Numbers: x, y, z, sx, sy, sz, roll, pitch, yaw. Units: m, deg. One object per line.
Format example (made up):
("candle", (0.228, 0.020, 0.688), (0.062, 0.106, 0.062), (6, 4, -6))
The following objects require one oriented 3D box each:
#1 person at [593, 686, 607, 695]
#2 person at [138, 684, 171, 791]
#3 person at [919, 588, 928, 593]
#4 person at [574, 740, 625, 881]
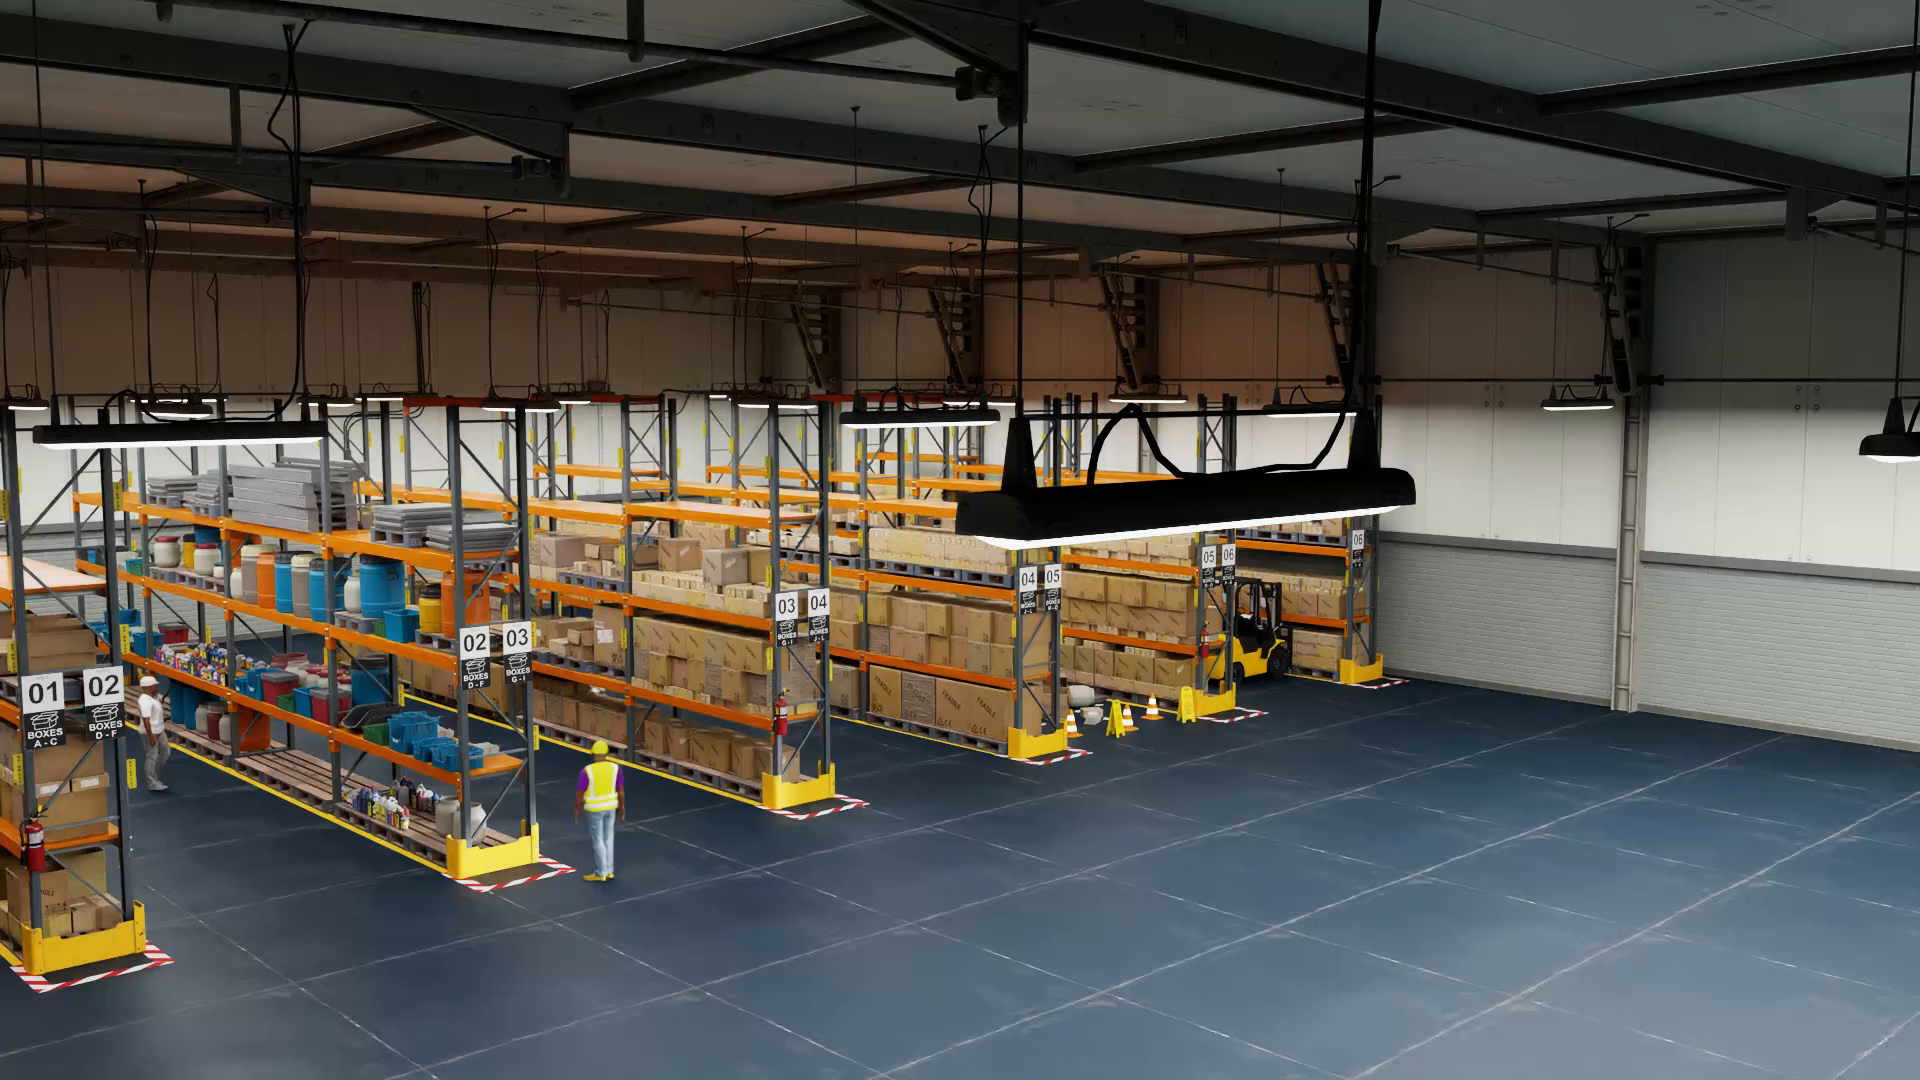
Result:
("person", (-6.953, 2.414, 32.303), (0.384, 1.491, 0.564), (0, 6, -1))
("person", (-12.473, 2.996, 25.702), (0.456, 1.733, 0.622), (0, 6, -2))
("person", (-0.746, 1.771, 35.195), (0.618, 1.761, 0.655), (-1, 6, -10))
("person", (-4.555, 3.423, 21.045), (0.641, 1.789, 0.387), (-4, 7, -33))
